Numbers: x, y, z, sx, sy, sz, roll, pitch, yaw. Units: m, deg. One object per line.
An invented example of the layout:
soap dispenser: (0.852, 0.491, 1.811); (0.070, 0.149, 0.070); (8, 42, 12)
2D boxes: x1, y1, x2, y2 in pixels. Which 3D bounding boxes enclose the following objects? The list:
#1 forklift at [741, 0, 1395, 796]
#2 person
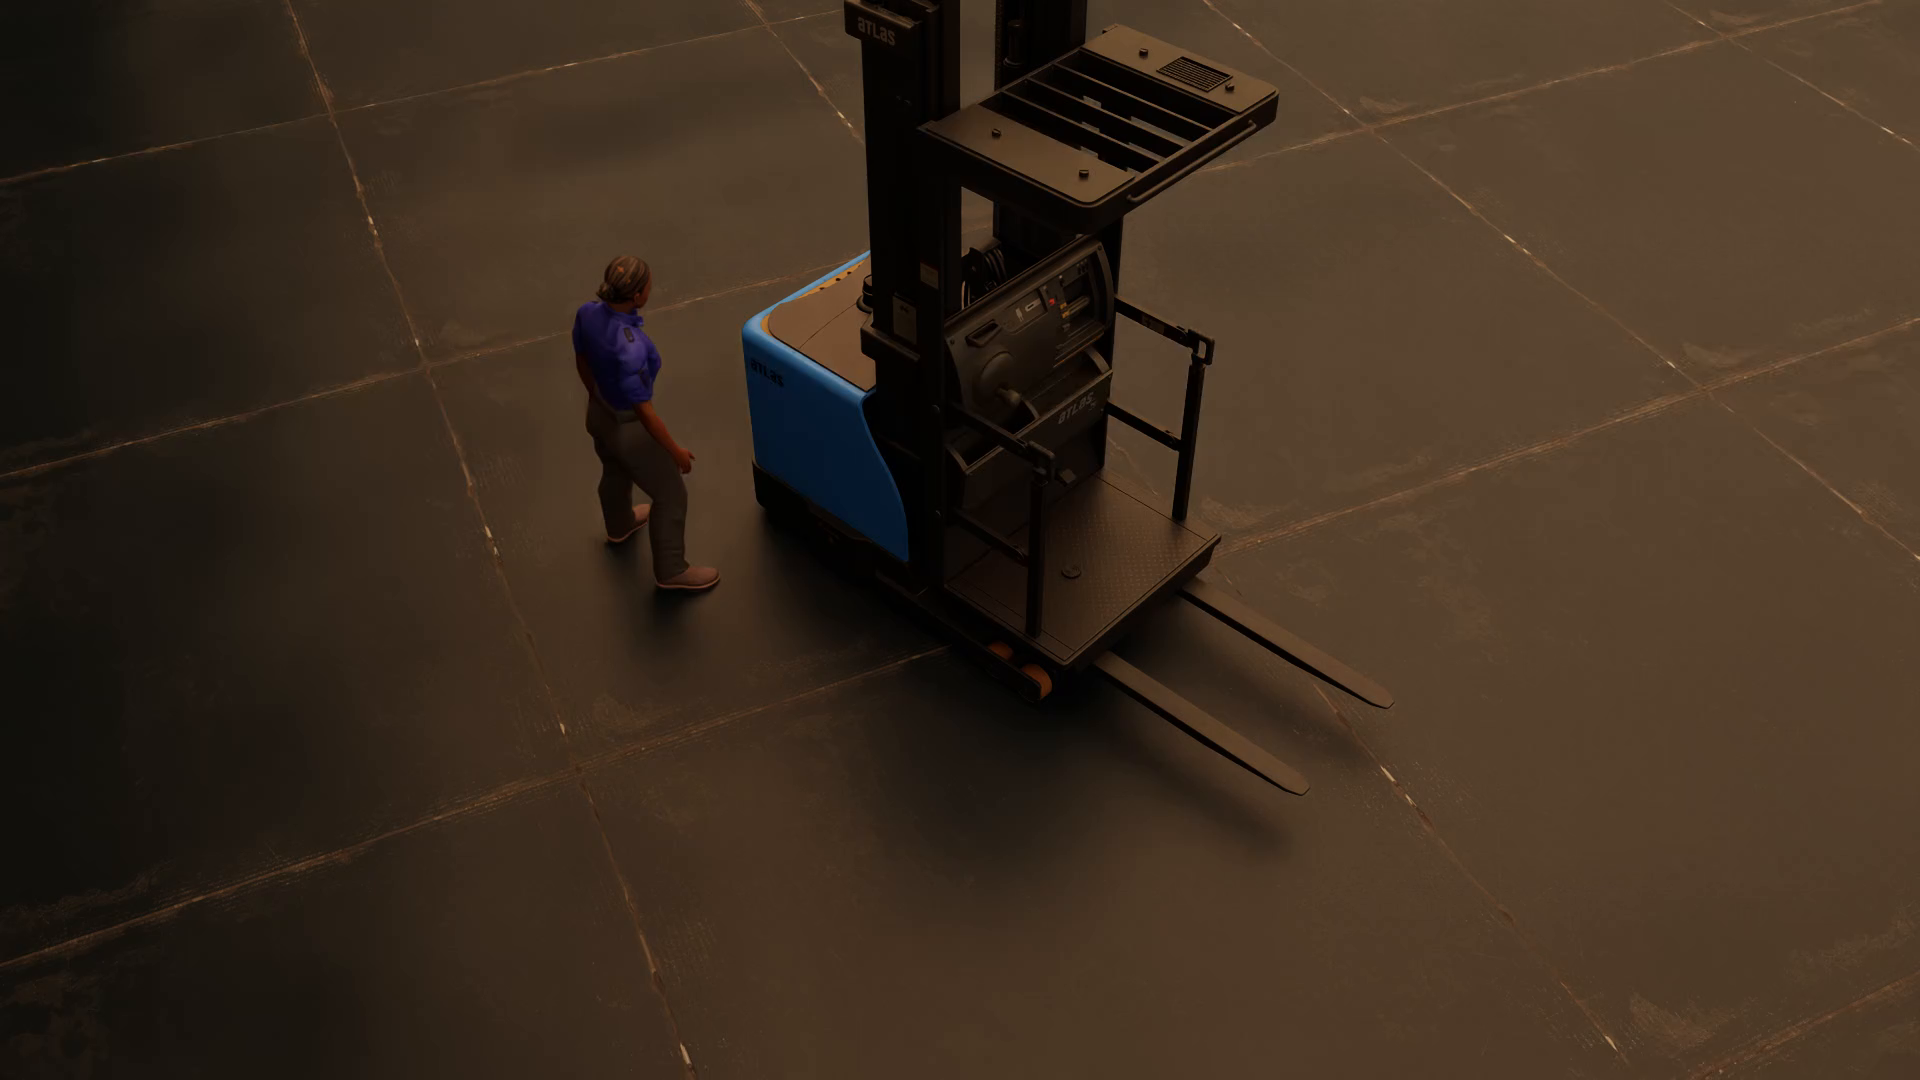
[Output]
forklift: (0.445, -0.788, 6.525); (3.031, 2.935, 1.130); (32, 52, 30)
person: (-1.417, -0.511, 7.177); (0.359, 1.655, 0.700); (-27, 50, -26)
